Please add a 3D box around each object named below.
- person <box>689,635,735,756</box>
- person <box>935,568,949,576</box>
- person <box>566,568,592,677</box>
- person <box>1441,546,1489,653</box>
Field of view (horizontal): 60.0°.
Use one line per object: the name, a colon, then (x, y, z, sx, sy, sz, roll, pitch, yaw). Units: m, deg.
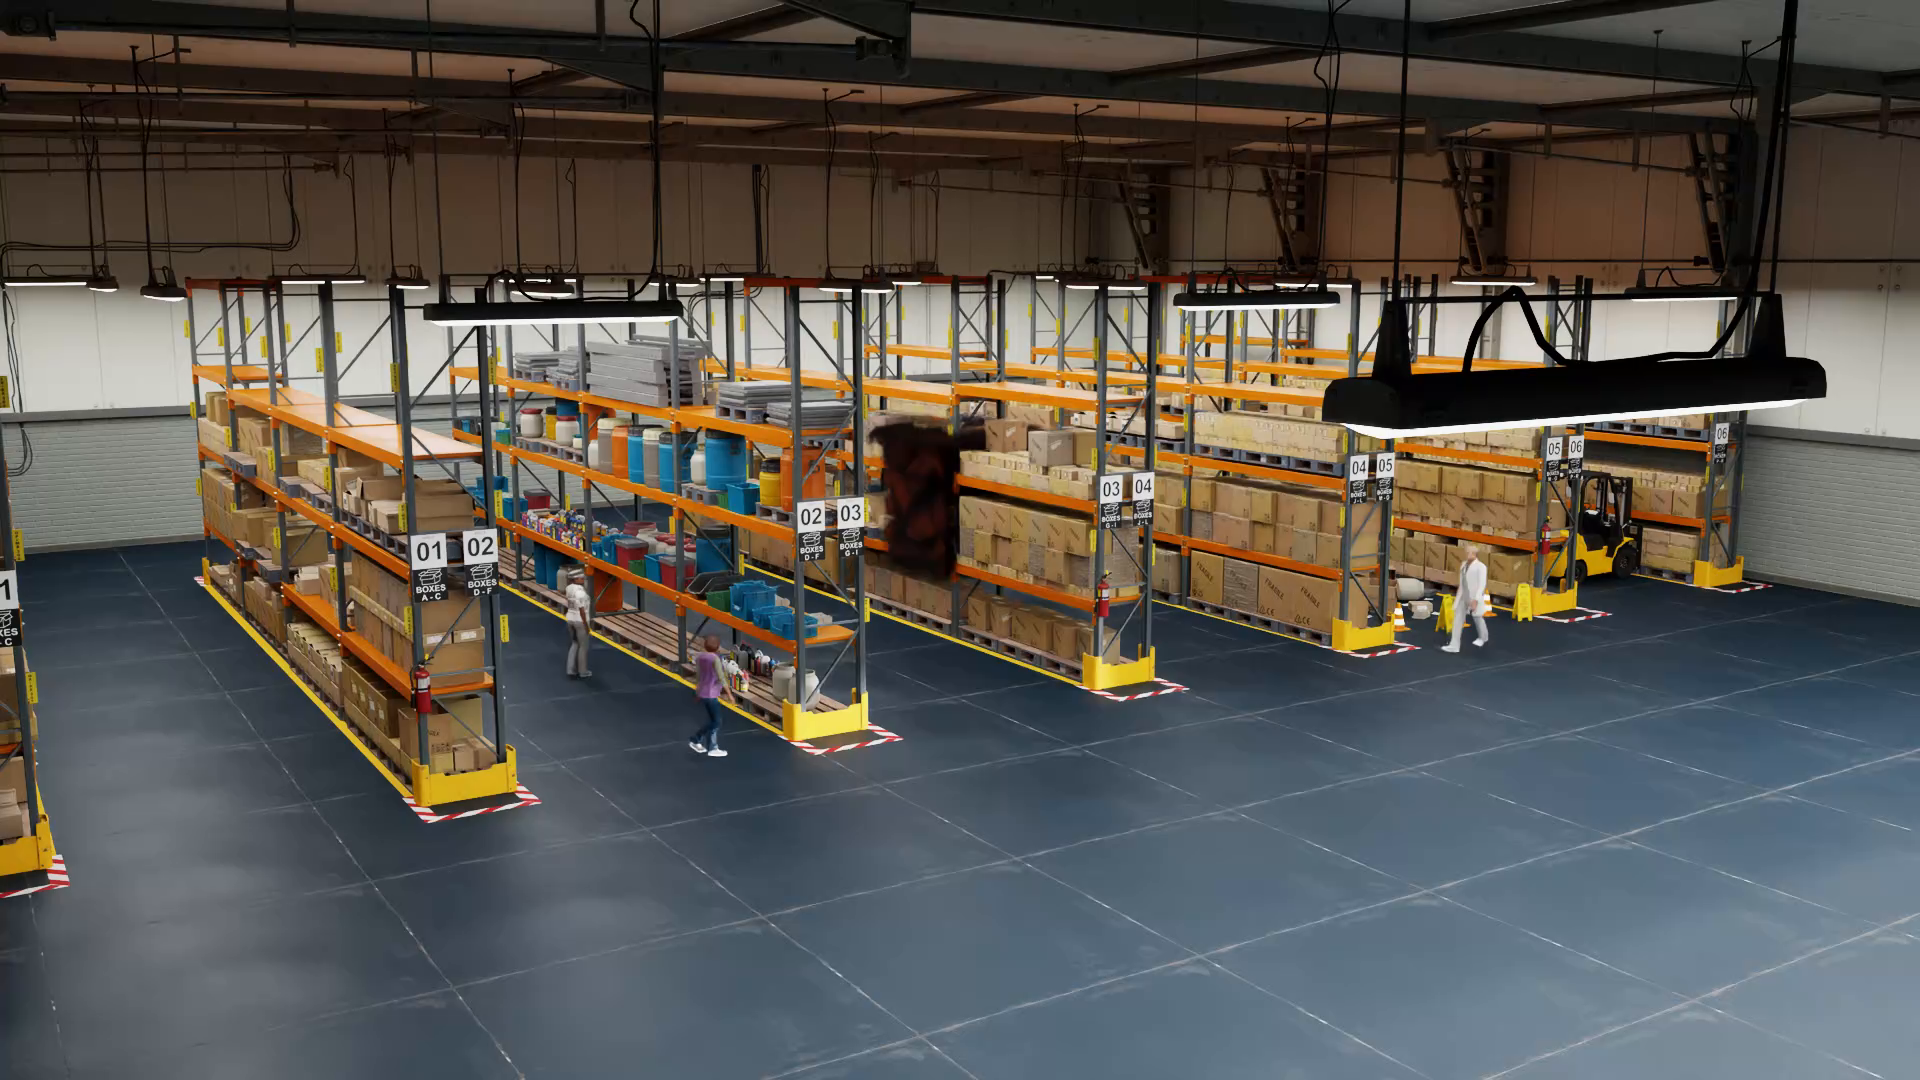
person: (-3.195, 2.016, 21.327, 0.580, 1.605, 0.416, -3, 10, -17)
person: (-0.411, -0.079, 32.373, 0.467, 1.799, 0.632, -8, 12, -38)
person: (-5.832, 1.267, 25.464, 0.491, 1.709, 0.367, 7, 12, 38)
person: (8.316, 0.953, 27.103, 0.538, 1.740, 1.119, 7, 12, 36)
